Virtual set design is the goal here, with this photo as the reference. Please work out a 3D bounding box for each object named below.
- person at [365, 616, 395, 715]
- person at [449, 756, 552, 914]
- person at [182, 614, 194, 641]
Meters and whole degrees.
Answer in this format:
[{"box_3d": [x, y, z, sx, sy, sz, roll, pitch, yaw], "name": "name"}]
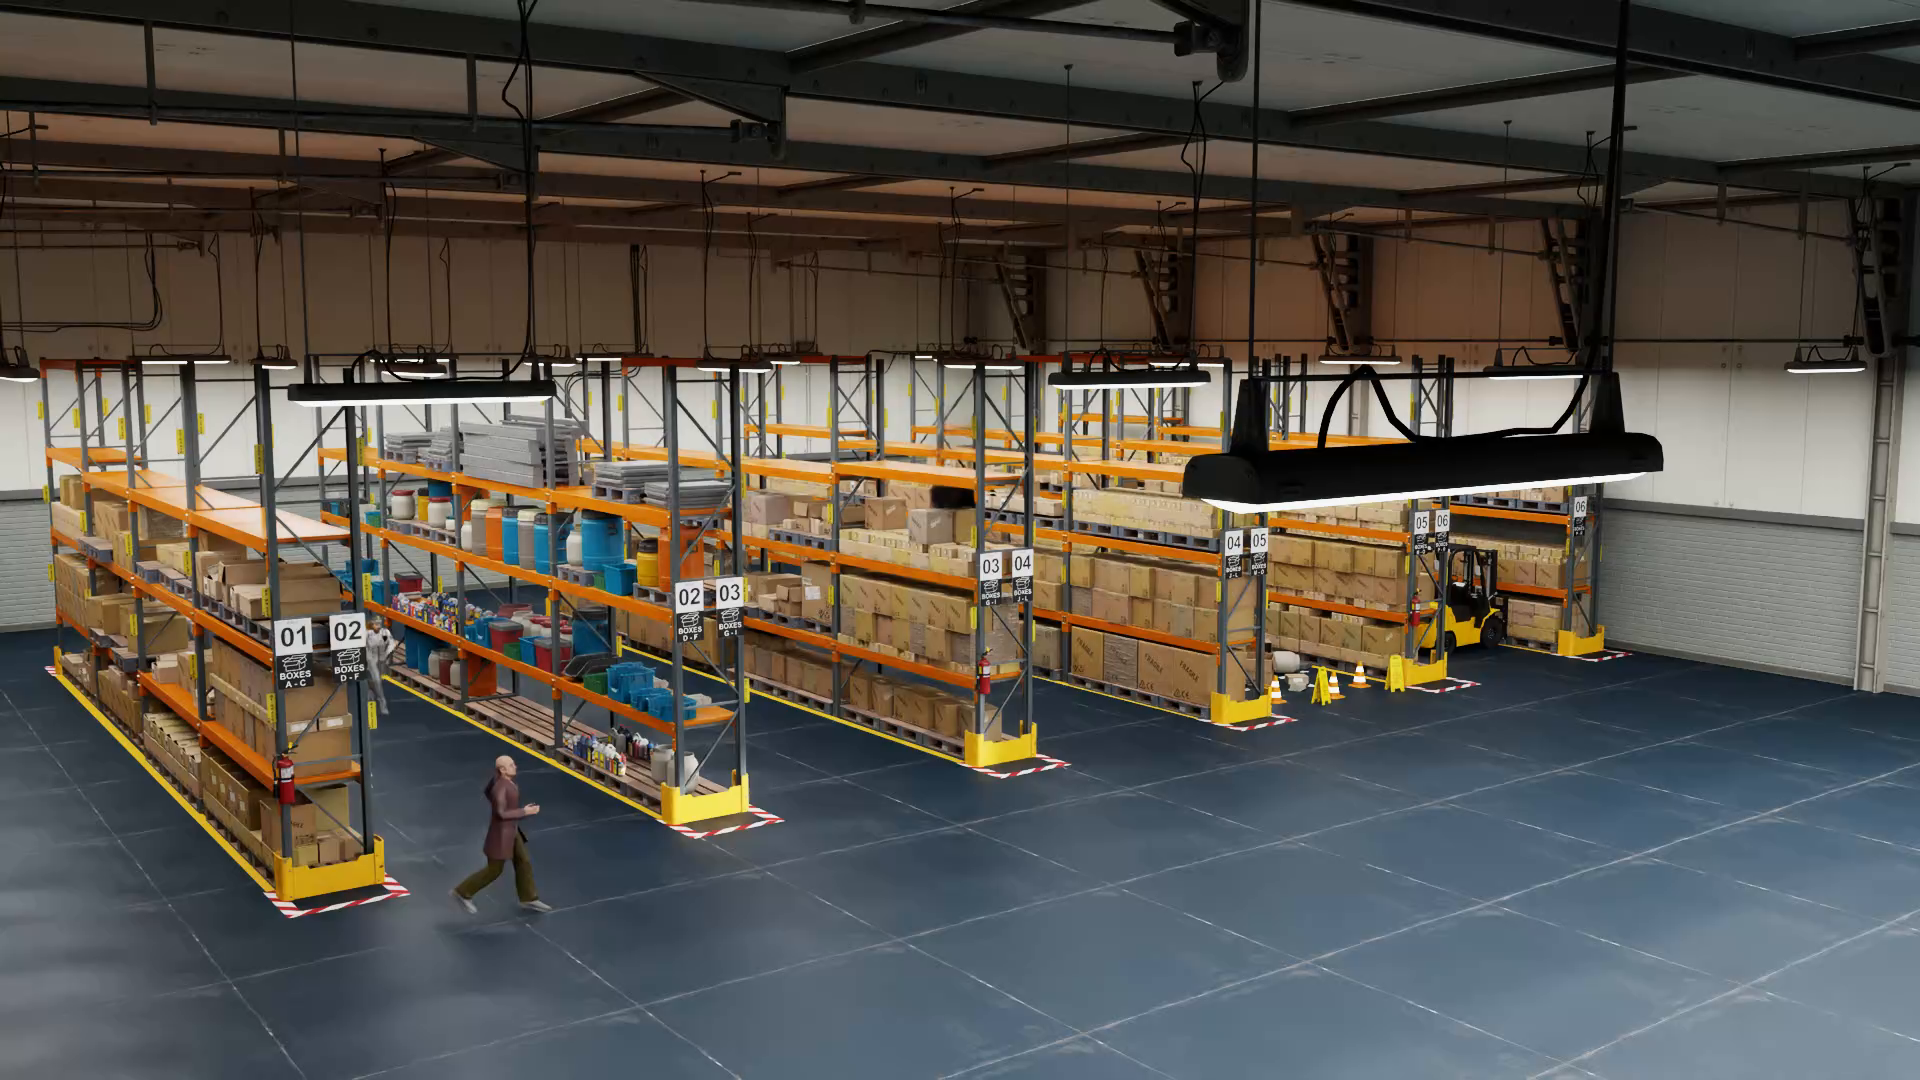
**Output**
[{"box_3d": [-10.025, 2.096, 28.521, 0.619, 1.686, 1.062, -6, 9, -39], "name": "person"}, {"box_3d": [-5.073, 3.255, 18.308, 1.060, 1.801, 0.719, -1, 7, -7], "name": "person"}, {"box_3d": [-15.080, 1.560, 32.629, 0.677, 1.768, 0.663, 4, 8, 29], "name": "person"}]
